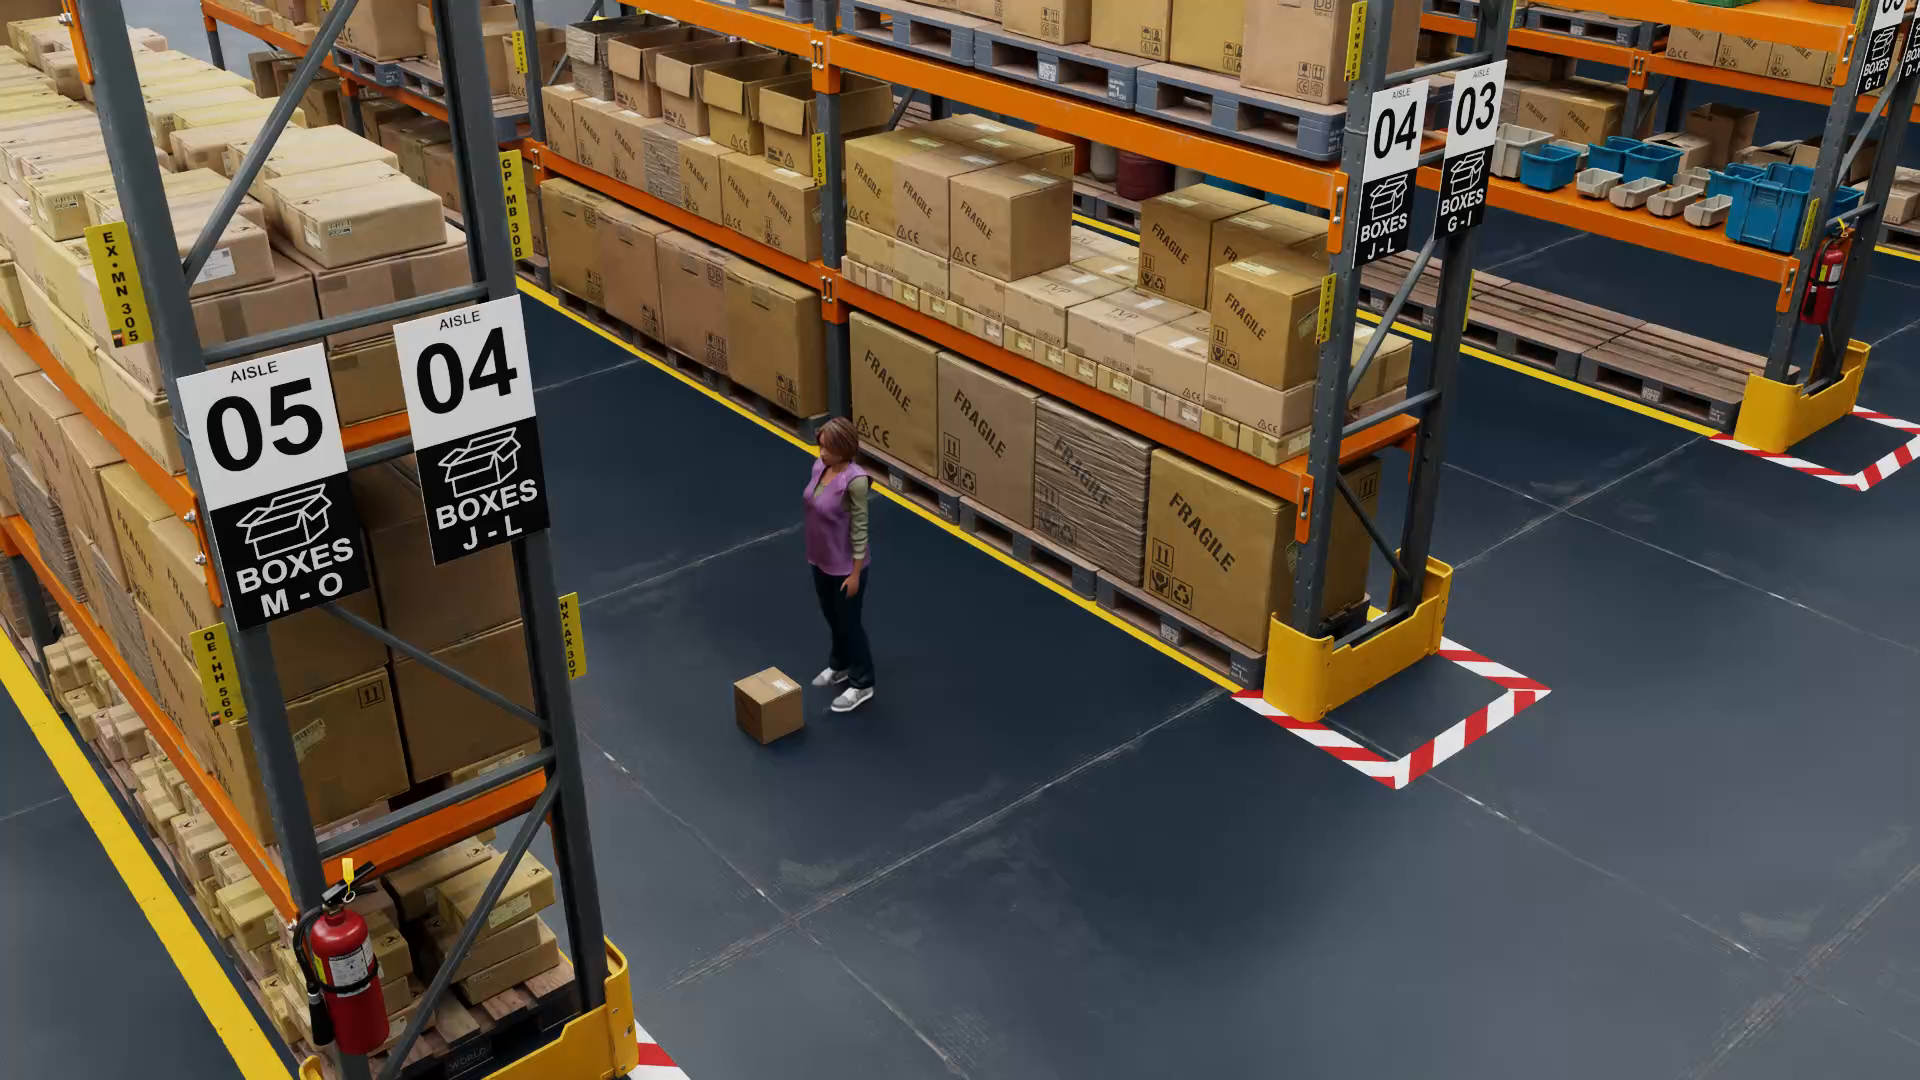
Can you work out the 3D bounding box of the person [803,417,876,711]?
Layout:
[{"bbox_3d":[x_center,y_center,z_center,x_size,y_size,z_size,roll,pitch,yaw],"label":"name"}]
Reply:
[{"bbox_3d":[-0.602,0.126,8.424,0.319,1.618,0.413,-21,35,-34],"label":"person"}]
